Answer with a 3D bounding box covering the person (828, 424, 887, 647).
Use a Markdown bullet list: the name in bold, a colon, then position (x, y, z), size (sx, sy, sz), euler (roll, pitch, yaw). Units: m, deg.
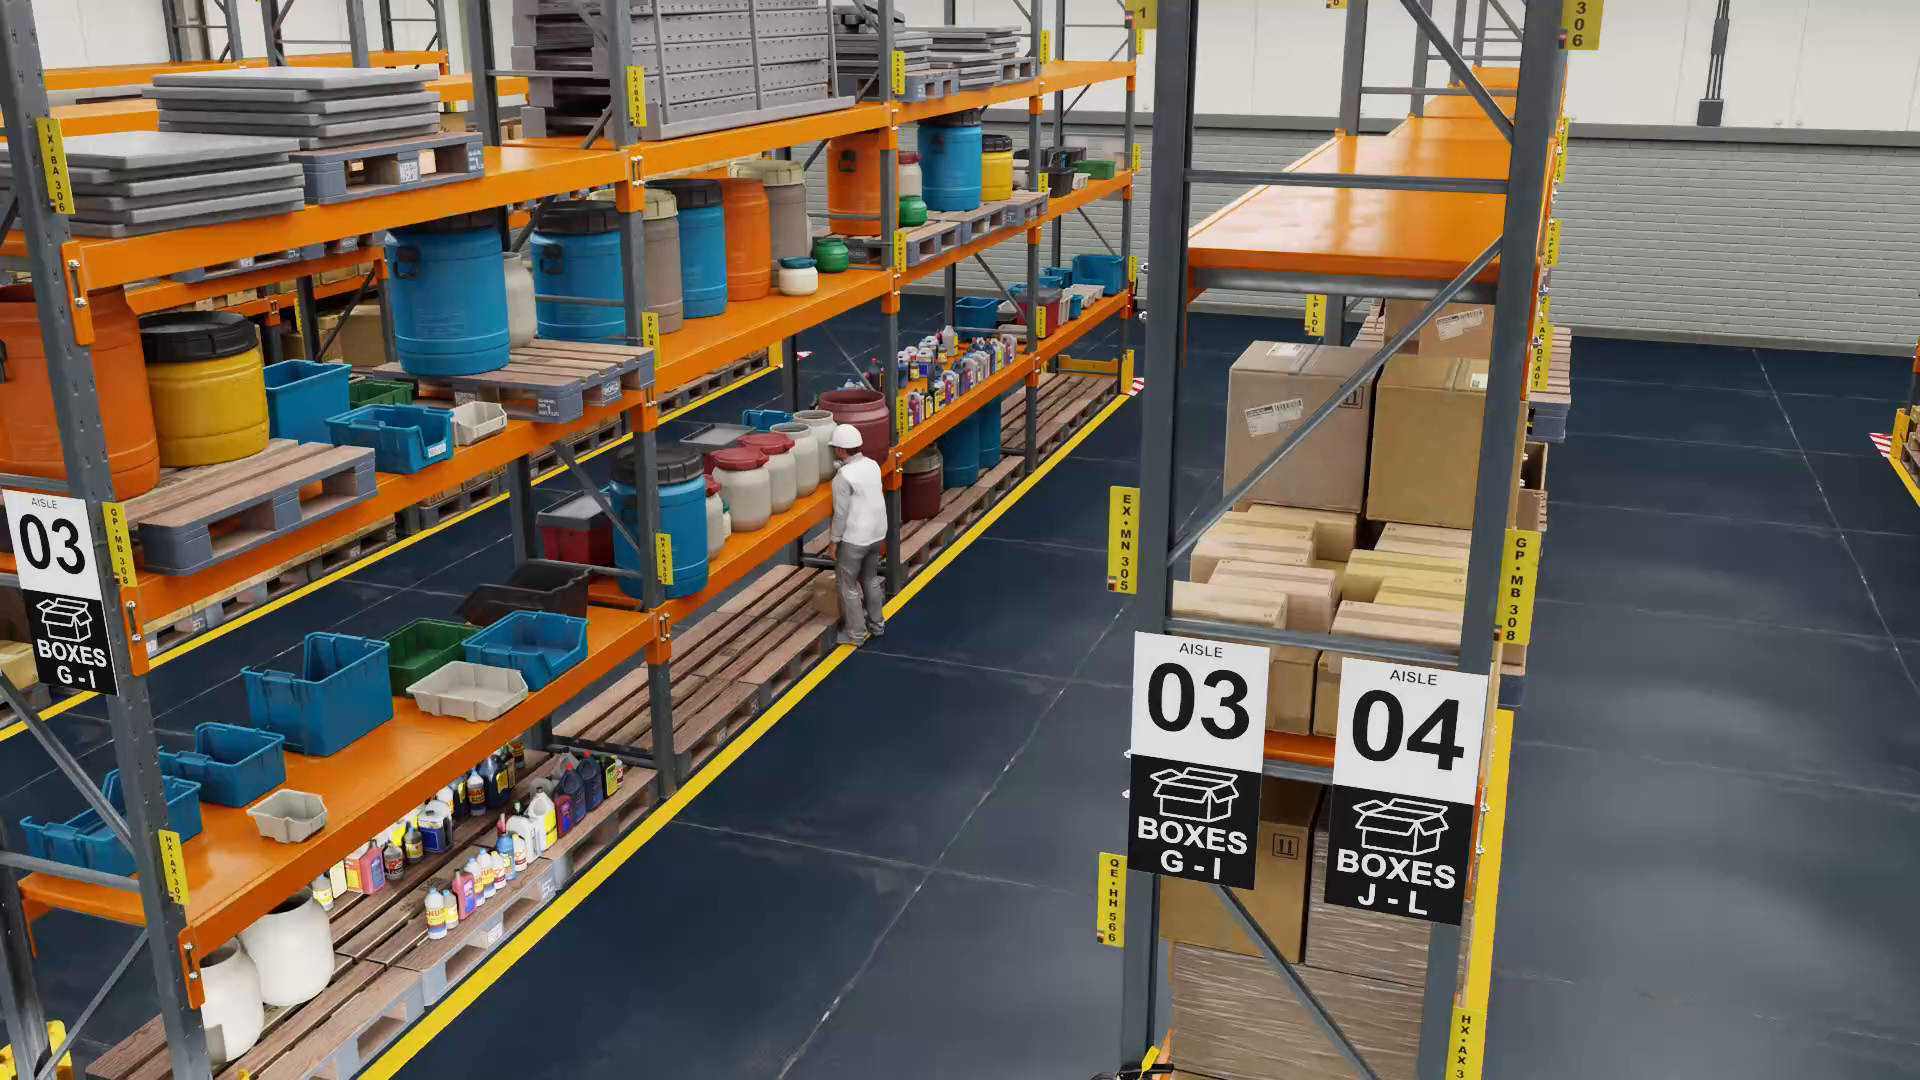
- **person**: position (-0.818, -0.043, 13.085), size (0.462, 1.772, 0.589), euler (13, 22, 33)
